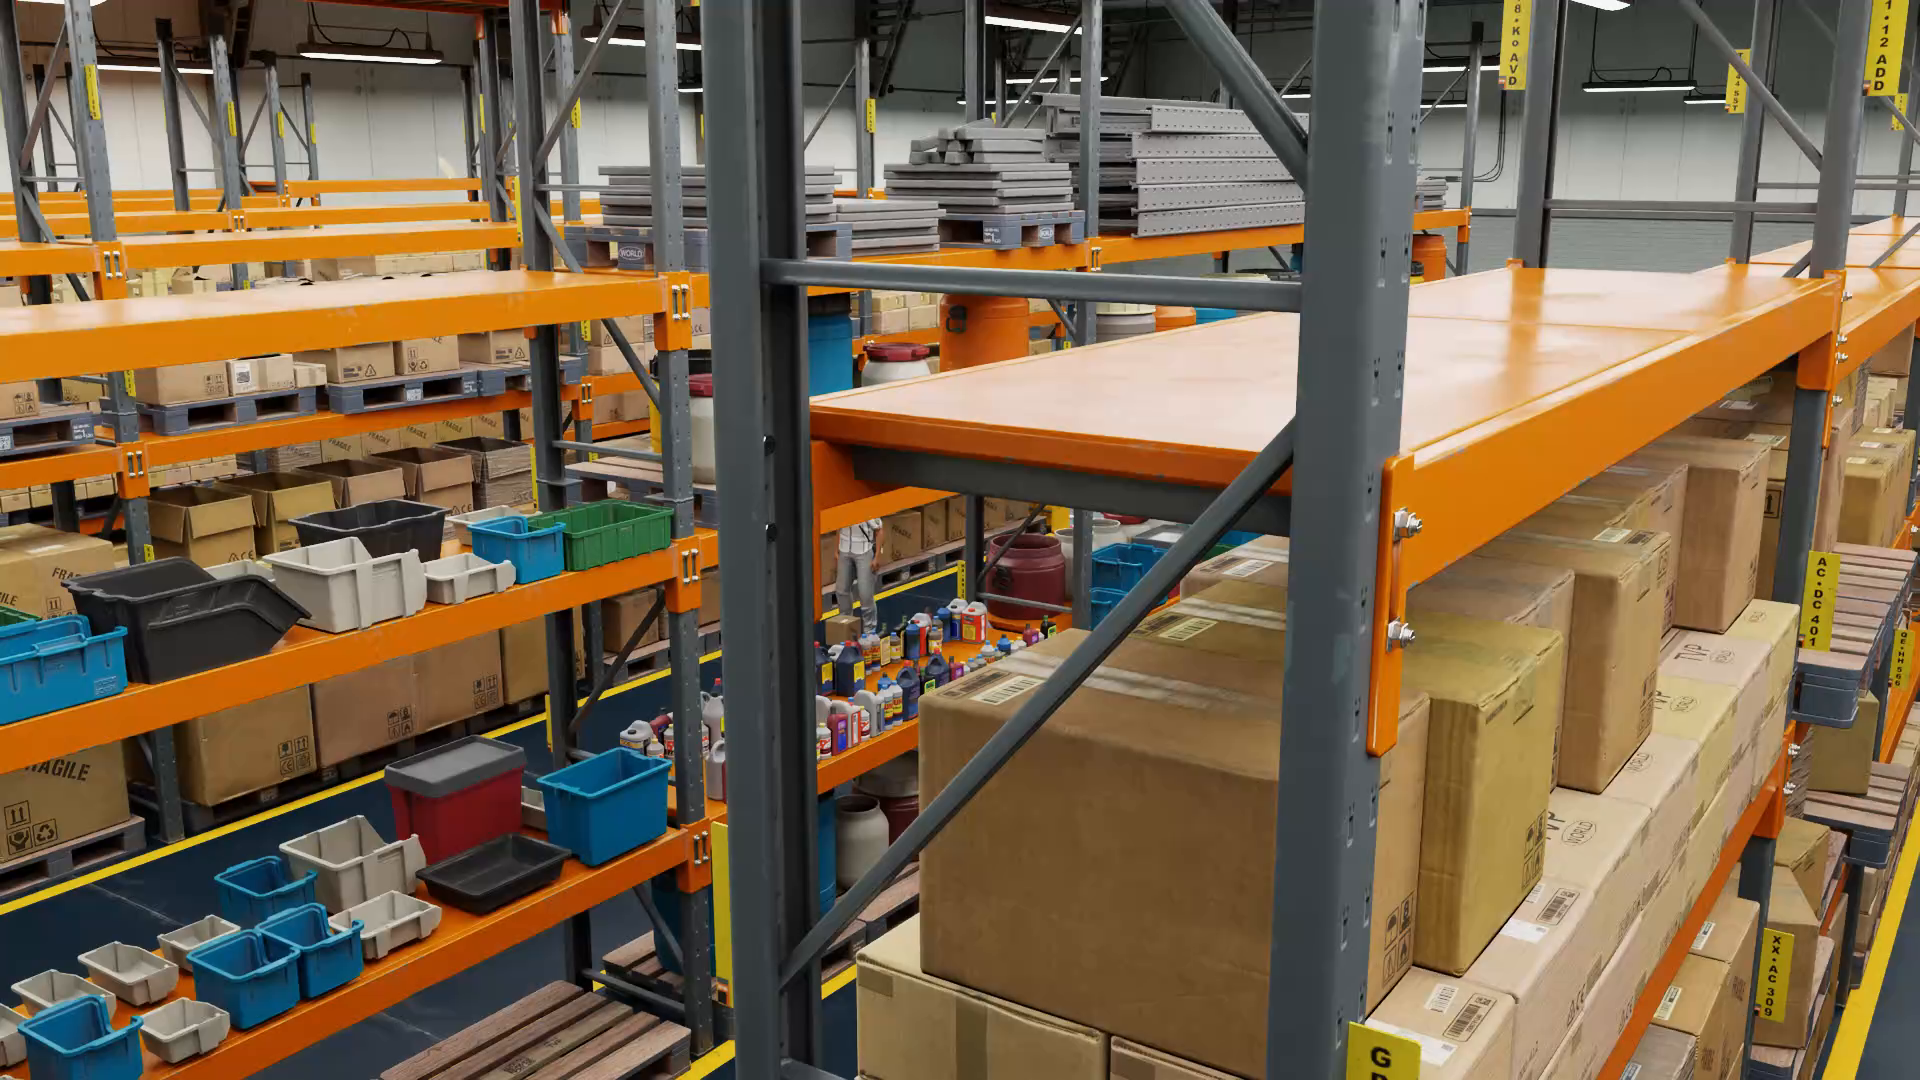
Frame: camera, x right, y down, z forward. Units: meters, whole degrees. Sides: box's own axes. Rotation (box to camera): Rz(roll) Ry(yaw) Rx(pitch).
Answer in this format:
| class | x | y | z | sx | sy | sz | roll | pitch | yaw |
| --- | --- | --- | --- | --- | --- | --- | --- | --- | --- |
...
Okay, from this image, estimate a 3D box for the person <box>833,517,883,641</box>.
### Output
| class | x | y | z | sx | sy | sz | roll | pitch | yaw |
| --- | --- | --- | --- | --- | --- | --- | --- | --- | --- |
| person | -1.021 | 0.162 | 16.273 | 0.560 | 1.665 | 0.469 | 8 | 15 | 30 |
